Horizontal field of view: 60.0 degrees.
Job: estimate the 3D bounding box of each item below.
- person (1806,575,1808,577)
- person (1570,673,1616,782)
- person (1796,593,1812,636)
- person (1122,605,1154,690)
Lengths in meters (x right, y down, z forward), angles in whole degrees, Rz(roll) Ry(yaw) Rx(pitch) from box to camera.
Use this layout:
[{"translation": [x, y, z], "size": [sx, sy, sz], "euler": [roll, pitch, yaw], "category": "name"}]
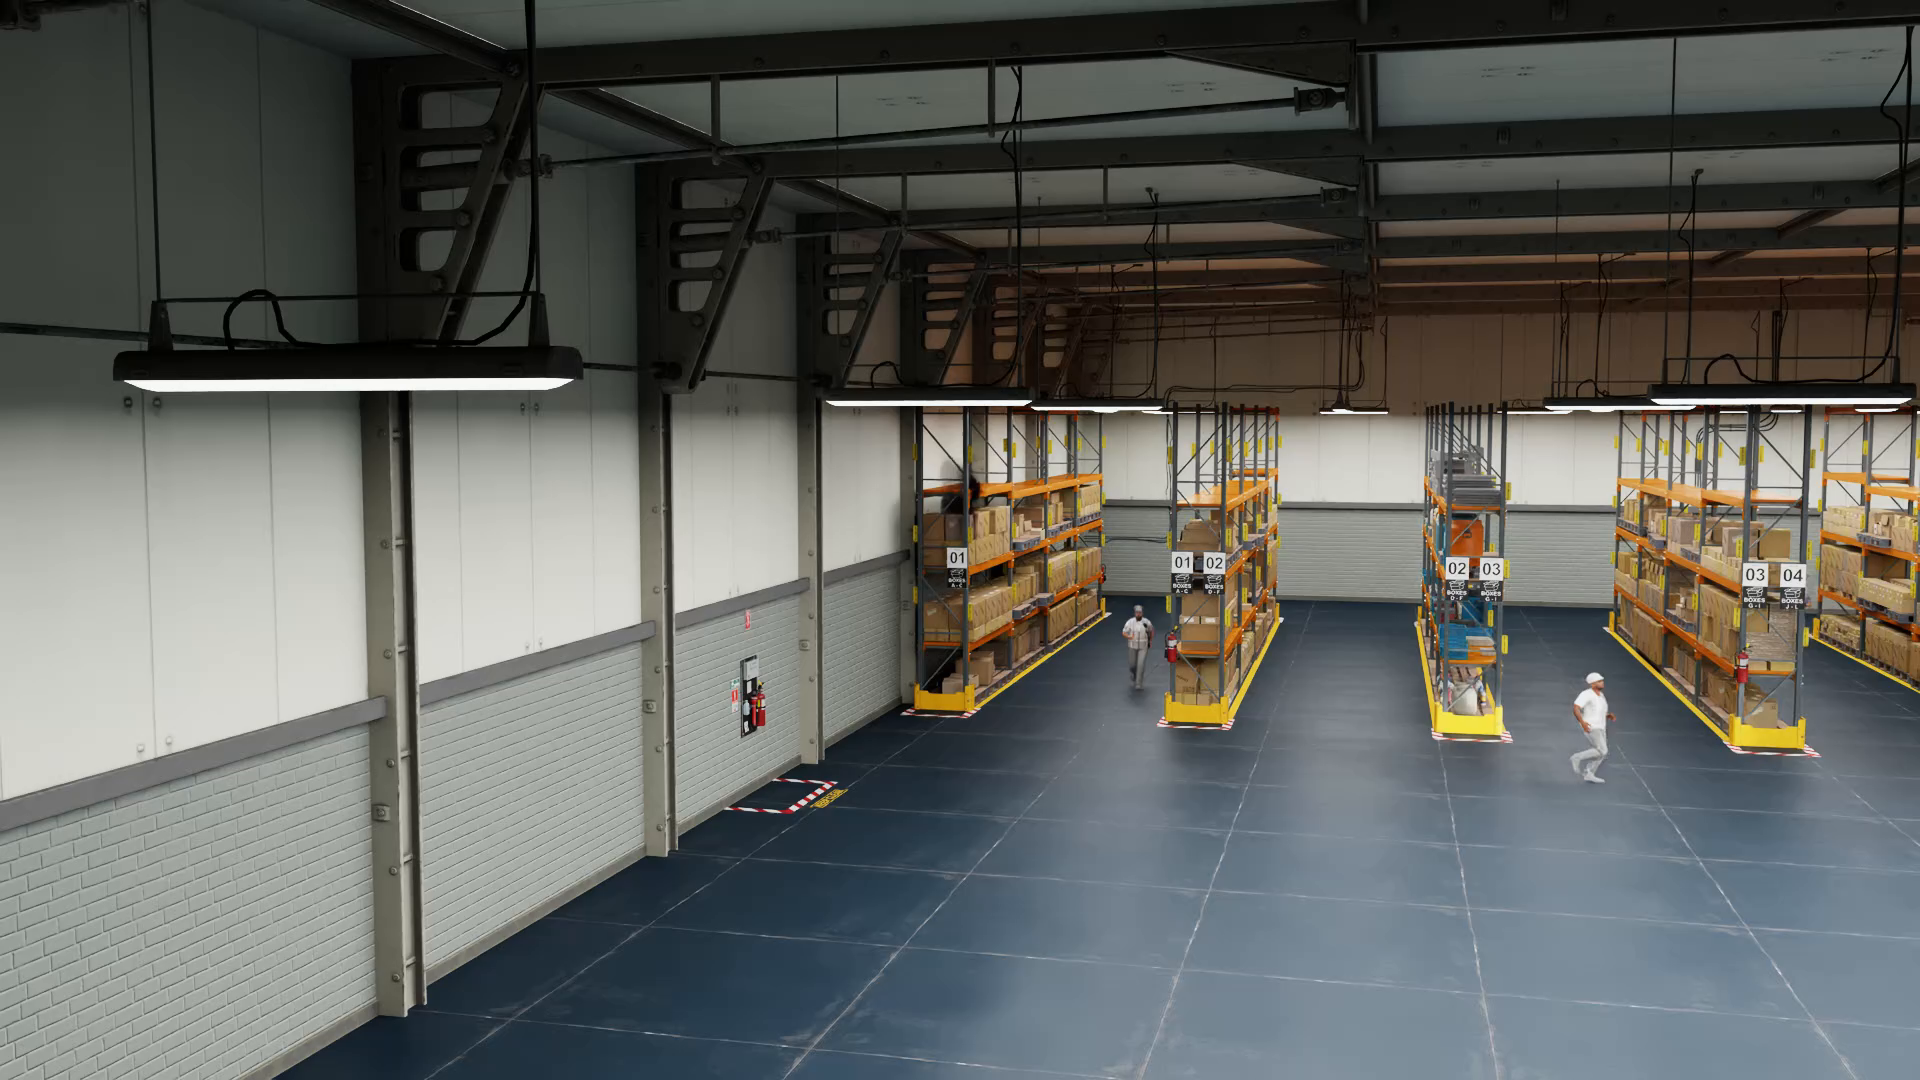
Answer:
[{"translation": [22.353, 1.623, 44.542], "size": [0.572, 1.626, 0.713], "euler": [2, 5, 21], "category": "person"}, {"translation": [9.934, 2.939, 26.069], "size": [0.594, 1.727, 0.730], "euler": [4, 6, 44], "category": "person"}, {"translation": [20.559, 1.907, 40.787], "size": [0.576, 1.716, 0.764], "euler": [1, 4, 16], "category": "person"}, {"translation": [3.771, 2.244, 35.169], "size": [0.670, 1.755, 0.796], "euler": [0, 4, 6], "category": "person"}]
